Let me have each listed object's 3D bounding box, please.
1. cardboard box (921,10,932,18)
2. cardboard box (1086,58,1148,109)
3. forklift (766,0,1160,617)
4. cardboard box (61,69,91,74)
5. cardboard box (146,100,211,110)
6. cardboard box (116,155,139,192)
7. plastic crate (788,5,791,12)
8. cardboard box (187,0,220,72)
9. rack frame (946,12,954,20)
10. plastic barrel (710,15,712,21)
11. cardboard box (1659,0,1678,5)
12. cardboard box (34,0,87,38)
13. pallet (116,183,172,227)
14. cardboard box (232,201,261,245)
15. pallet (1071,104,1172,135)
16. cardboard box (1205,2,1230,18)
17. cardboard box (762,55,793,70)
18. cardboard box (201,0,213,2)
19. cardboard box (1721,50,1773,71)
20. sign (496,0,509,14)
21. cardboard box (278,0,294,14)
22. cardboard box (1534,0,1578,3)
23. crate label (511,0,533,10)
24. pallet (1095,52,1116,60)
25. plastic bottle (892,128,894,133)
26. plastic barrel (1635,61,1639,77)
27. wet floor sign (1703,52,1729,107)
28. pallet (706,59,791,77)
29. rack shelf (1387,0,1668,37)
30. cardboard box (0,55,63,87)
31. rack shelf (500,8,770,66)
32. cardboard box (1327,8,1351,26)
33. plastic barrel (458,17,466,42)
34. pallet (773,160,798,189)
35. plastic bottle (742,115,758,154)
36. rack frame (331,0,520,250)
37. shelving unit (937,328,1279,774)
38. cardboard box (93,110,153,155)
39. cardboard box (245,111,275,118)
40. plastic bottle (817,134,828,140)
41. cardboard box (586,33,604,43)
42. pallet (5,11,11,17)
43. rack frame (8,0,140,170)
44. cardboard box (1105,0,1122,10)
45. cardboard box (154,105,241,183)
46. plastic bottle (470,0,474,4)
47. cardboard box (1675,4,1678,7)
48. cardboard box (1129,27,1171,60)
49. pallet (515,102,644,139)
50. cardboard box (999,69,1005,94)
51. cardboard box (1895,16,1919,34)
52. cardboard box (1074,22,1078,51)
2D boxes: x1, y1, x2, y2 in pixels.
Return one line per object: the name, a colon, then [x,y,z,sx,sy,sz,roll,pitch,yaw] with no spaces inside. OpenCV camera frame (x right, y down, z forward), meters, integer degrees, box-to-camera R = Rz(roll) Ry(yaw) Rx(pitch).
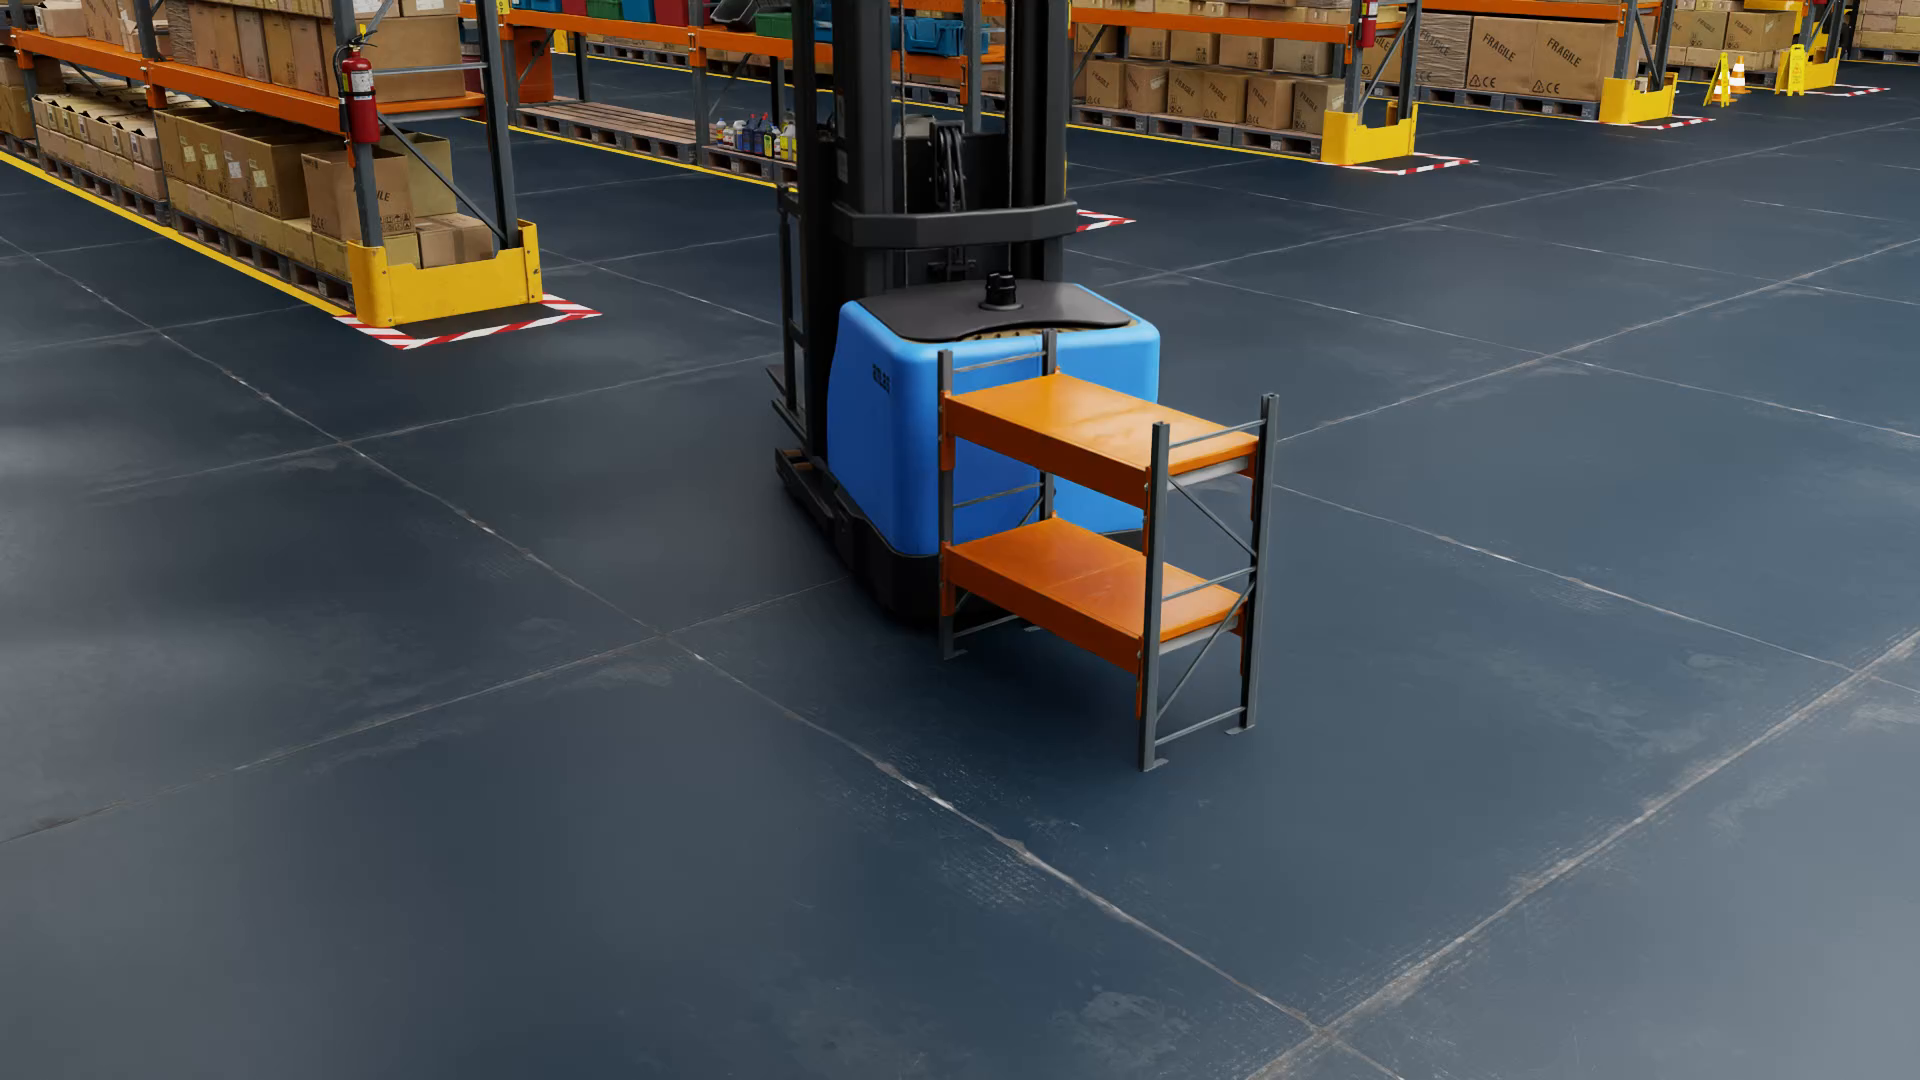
cardboard box: [-0.445,-8.971,28.292,0.380,0.149,0.250,-17,27,-37]
cardboard box: [1.810,-5.277,19.195,0.500,0.500,0.500,-18,28,-39]
forklift: [-0.207,-1.588,7.020,1.130,2.935,3.031,-7,22,-17]
cardboard box: [-9.634,-4.774,17.883,0.500,0.500,0.500,-19,28,-39]
cardboard box: [-7.013,-3.782,14.953,0.500,0.311,0.500,-17,27,-36]
cardboard box: [-6.747,-3.109,14.003,0.500,0.250,0.500,-18,28,-38]
plastic crate: [-1.245,-4.876,15.523,0.499,0.251,0.616,-17,27,-37]
cardboard box: [-5.284,-3.789,12.408,0.700,0.500,0.500,-18,28,-38]
rack frame: [0.181,-9.728,27.708,1.000,3.000,0.127,-17,27,-37]
plastic barrel: [-2.631,-5.566,16.895,0.433,0.535,0.433,0,21,0]
cardboard box: [12.496,-9.138,28.882,0.875,0.625,0.625,-16,26,-35]
cardboard box: [-8.102,-4.778,15.193,0.500,0.311,0.500,-18,28,-38]
pallet: [-6.438,-2.904,14.108,1.003,0.211,1.213,-17,27,-37]
cardboard box: [-4.879,-2.307,11.956,0.500,0.250,0.500,-17,27,-37]
pallet: [2.045,-4.889,19.178,1.003,0.211,1.213,-17,27,-37]
cardboard box: [2.789,-5.562,17.416,0.380,0.149,0.250,-17,27,-37]
cardboard box: [-2.042,-7.120,23.387,1.225,0.875,0.875,-17,27,-37]
cardboard box: [-5.231,-3.954,11.940,0.380,0.149,0.250,-19,28,-39]
cardboard box: [10.951,-6.700,23.172,0.500,0.250,0.500,-18,27,-38]
sign: [-2.892,-3.473,10.443,0.100,0.325,0.005,-17,27,-37]
cardboard box: [-4.212,-3.524,10.842,0.380,0.149,0.250,-17,27,-37]
cardboard box: [7.362,-6.721,19.825,0.875,0.550,0.550,-17,27,-37]
crate label: [-4.793,-6.008,18.439,0.303,0.233,0.416,-17,27,-37]
pallet: [2.283,-7.541,25.948,1.003,0.211,1.213,-17,27,-37]
plastic bottle: [-0.643,-3.663,15.344,0.061,0.283,0.133,-17,27,-37]
plastic barrel: [9.203,-6.630,23.330,0.512,0.421,0.421,0,21,-1]
wet floor sign: [9.533,-5.780,20.856,0.232,0.644,0.267,17,27,36]
pallet: [-3.082,-7.082,24.775,1.003,0.211,1.213,-17,27,-37]
rack shelf: [6.708,-6.630,20.786,1.077,0.370,4.000,-17,27,-37]
cardboard box: [-9.367,-4.720,16.718,0.500,0.250,0.500,-16,27,-35]
rack shelf: [-3.478,-5.404,17.654,1.077,0.370,4.000,-17,27,-37]
cardboard box: [3.848,-5.173,16.422,0.380,0.149,0.250,-17,27,-37]
plastic barrel: [-6.590,-6.265,21.167,0.600,0.901,0.708,-17,27,-37]
pallet: [-0.965,-3.355,15.260,1.003,0.211,1.213,-17,27,-37]
plastic bottle: [-1.960,-3.836,15.693,0.144,0.351,0.185,-17,27,-36]
rack frame: [-3.317,-2.903,10.282,1.000,3.000,0.127,-17,27,-37]
shelving unit: [0.443,-0.008,5.462,0.538,1.125,1.048,-16,26,-35]
cardboard box: [-7.078,-3.508,14.254,0.500,0.311,0.500,-18,27,-38]
cardboard box: [-5.142,-3.055,12.838,0.500,0.500,0.500,-17,27,-37]
plastic bottle: [-1.236,-3.497,14.930,0.152,0.276,0.135,-17,27,-37]
cardboard box: [-5.775,-8.729,27.495,0.875,0.875,0.875,-17,27,-37]
pallet: [-9.812,-5.560,17.329,1.003,0.211,1.213,-17,27,-37]
rack frame: [-8.539,-5.113,15.925,1.000,3.000,0.127,-17,27,-37]
cardboard box: [1.829,-5.982,18.489,0.380,0.149,0.250,-17,27,-37]
cardboard box: [-5.862,-3.070,12.874,0.500,0.500,0.500,-17,27,-37]
plastic bottle: [-5.647,-6.336,19.319,0.097,0.201,0.097,0,21,0]
cardboard box: [10.344,-7.608,24.462,0.500,0.500,0.500,-16,26,-35]
cardboard box: [3.121,-7.581,24.736,1.050,0.750,0.750,-18,28,-38]
pallet: [-4.307,-4.769,18.872,1.003,0.211,1.213,-17,27,-37]
cardboard box: [0.898,-5.717,20.292,0.700,0.500,0.500,-18,27,-38]
cardboard box: [14.901,-8.010,25.830,0.500,0.250,0.500,-18,28,-38]
cardboard box: [1.828,-7.919,25.940,0.500,0.500,0.500,-16,27,-35]
